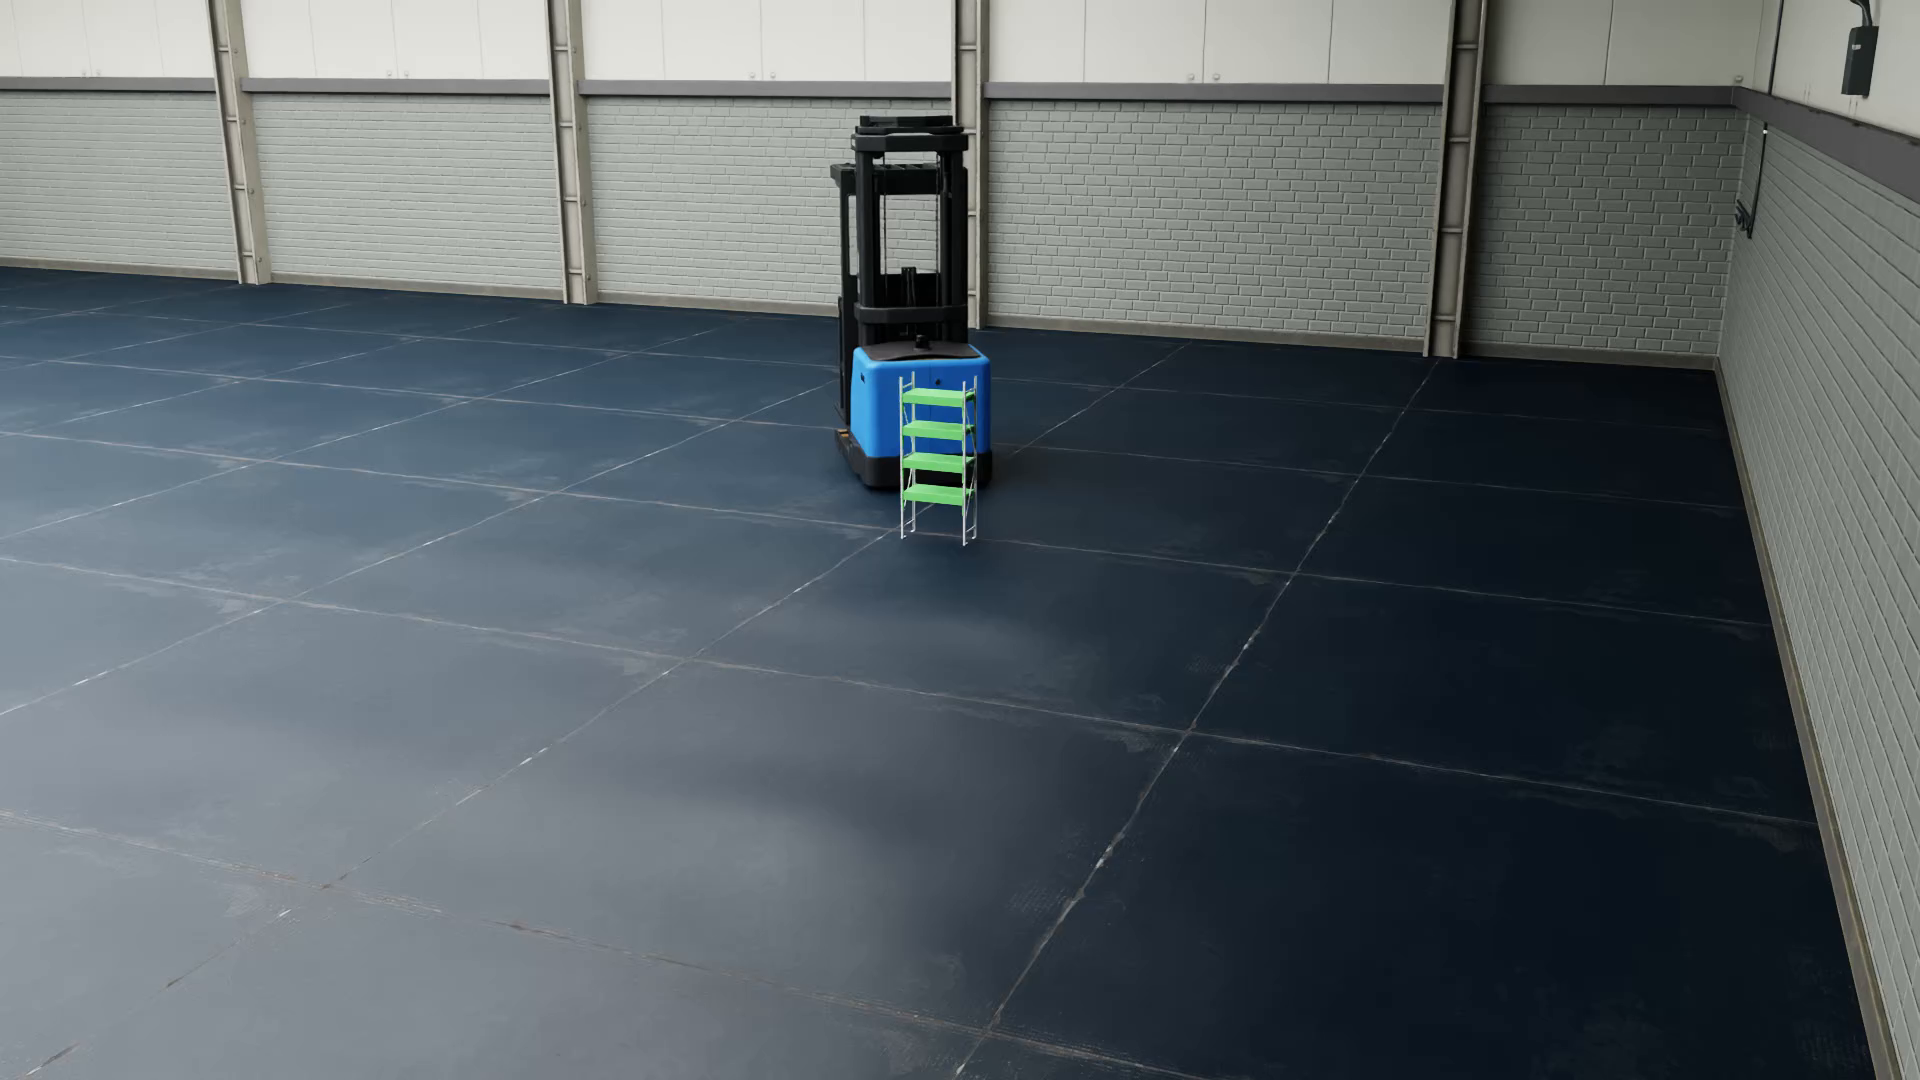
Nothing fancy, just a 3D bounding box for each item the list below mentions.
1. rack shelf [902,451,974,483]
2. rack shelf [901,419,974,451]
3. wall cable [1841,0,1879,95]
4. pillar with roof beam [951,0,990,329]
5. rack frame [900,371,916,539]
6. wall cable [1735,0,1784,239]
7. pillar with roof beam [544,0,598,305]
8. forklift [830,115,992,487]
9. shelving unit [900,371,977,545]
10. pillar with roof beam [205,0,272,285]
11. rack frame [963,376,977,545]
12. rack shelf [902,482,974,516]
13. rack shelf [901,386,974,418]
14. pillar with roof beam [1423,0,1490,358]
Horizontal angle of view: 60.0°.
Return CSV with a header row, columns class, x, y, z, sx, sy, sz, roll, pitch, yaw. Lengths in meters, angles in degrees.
class,x,y,z,sx,sy,sz,roll,pitch,yaw
rack shelf,-0.154,-0.532,12.083,0.480,0.148,0.258,6,17,21
rack shelf,-0.154,-0.762,12.016,0.480,0.148,0.258,6,17,21
wall cable,4.468,-5.039,7.292,0.169,6.003,2.305,6,17,21
pillar with roof beam,-1.450,-6.008,16.729,0.400,9.000,9.100,6,17,21
rack frame,-0.381,-0.618,12.151,0.015,1.200,0.240,6,17,21
wall cable,7.966,-4.375,16.674,0.112,2.526,3.097,6,17,21
pillar with roof beam,-7.032,-6.622,18.843,0.400,9.000,9.100,6,17,21
forklift,-0.521,-2.204,14.510,1.130,2.935,3.031,-3,16,-11
shelving unit,-0.154,-0.593,12.065,0.503,1.200,0.258,6,17,21
pillar with roof beam,-12.613,-7.236,20.957,0.400,9.000,9.100,6,17,21
rack frame,0.073,-0.568,11.979,0.015,1.200,0.240,6,17,21
rack shelf,-0.154,-0.301,12.149,0.480,0.148,0.258,6,17,21
rack shelf,-0.154,-0.993,11.949,0.480,0.148,0.258,6,17,21
pillar with roof beam,4.131,-5.394,14.615,0.400,9.000,9.100,6,17,21
